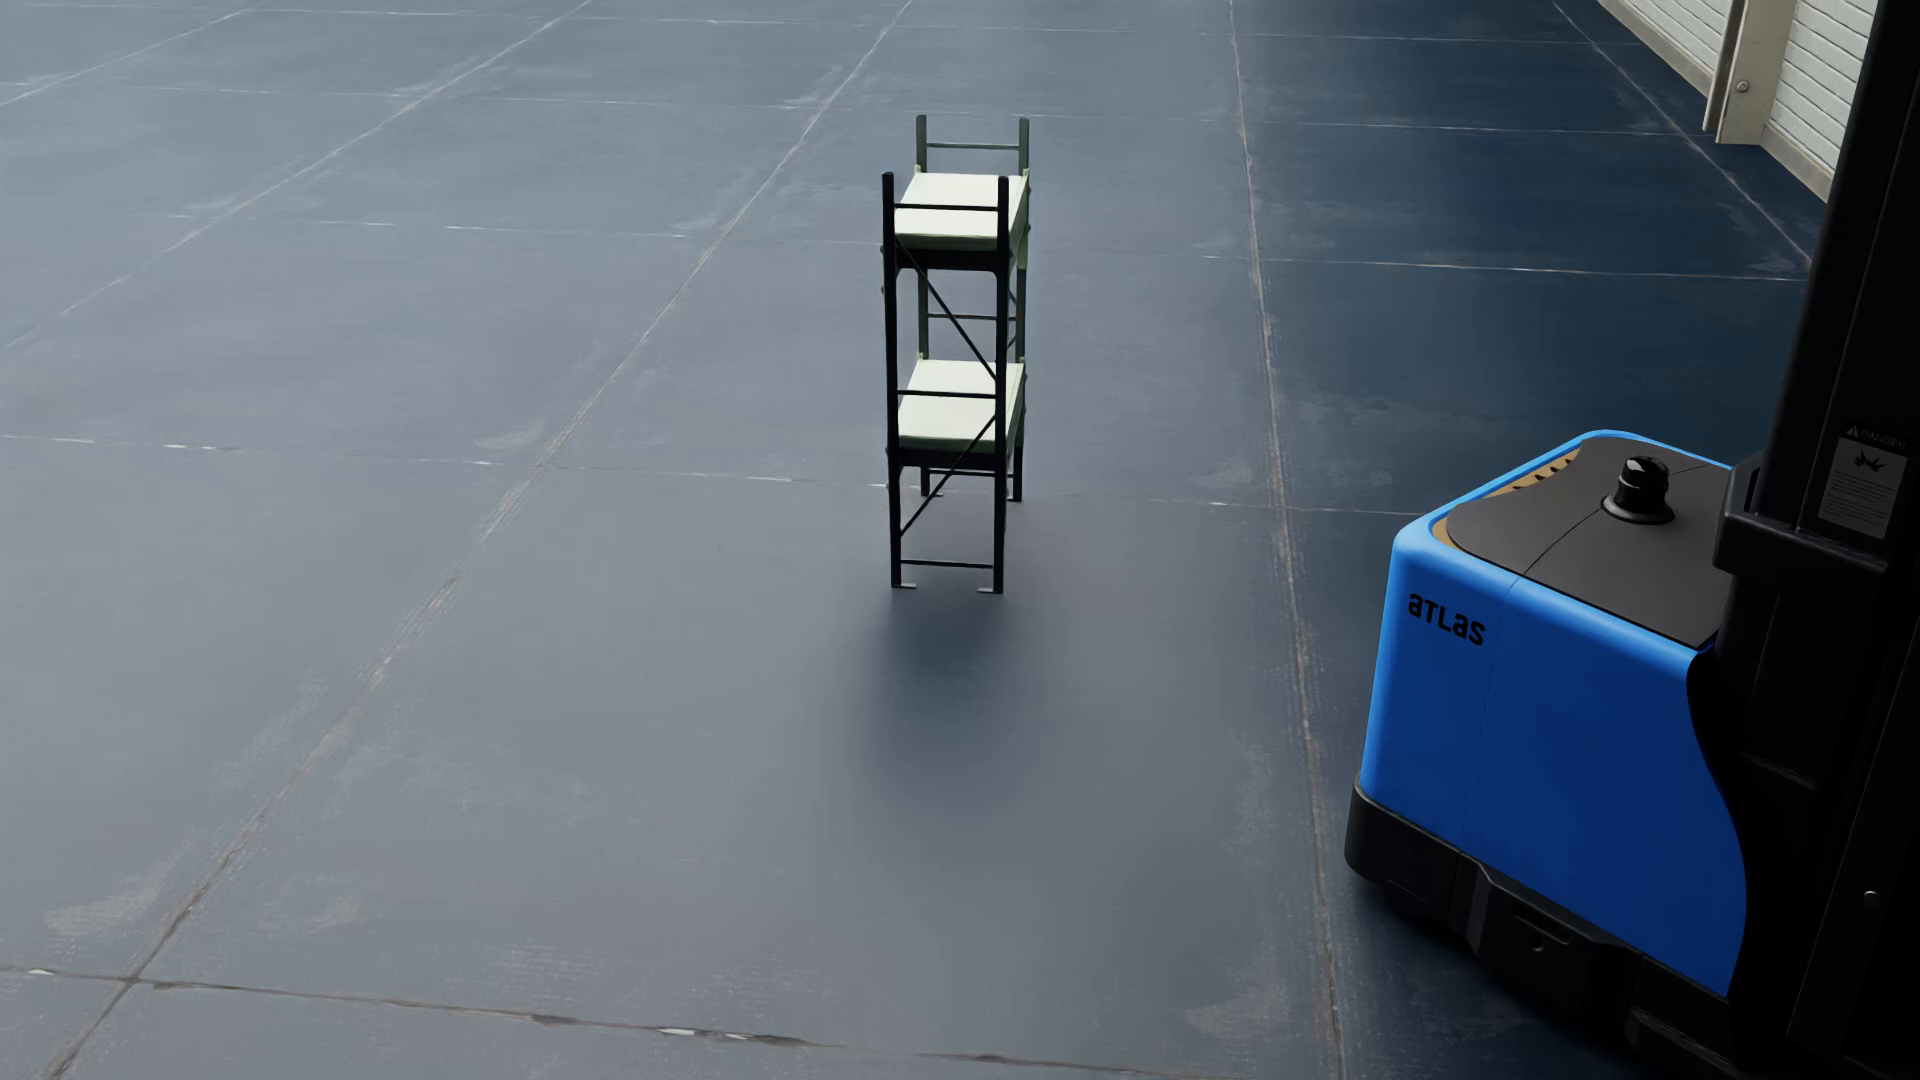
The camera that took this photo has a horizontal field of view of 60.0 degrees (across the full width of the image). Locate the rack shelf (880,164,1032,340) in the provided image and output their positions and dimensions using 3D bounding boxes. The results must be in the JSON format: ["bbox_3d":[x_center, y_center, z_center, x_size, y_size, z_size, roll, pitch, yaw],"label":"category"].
[{"bbox_3d":[-0.001,-1.001,5.703,0.431,0.370,0.720,3,28,6],"label":"rack shelf"}]

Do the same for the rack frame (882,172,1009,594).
[{"bbox_3d":[-0.046,-0.485,5.569,0.400,1.500,0.023,3,28,6],"label":"rack frame"}]

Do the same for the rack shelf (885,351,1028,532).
[{"bbox_3d":[-0.001,-0.370,6.043,0.431,0.370,0.720,3,28,6],"label":"rack shelf"}]

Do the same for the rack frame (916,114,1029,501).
[{"bbox_3d":[0.044,-0.829,6.208,0.400,1.500,0.023,3,28,6],"label":"rack frame"}]

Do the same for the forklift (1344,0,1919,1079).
[{"bbox_3d":[2.388,0.007,3.147,1.130,2.935,3.031,-22,36,-35],"label":"forklift"}]

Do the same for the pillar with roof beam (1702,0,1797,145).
[{"bbox_3d":[1.014,-6.972,9.703,9.100,9.000,0.400,3,28,6],"label":"pillar with roof beam"}]

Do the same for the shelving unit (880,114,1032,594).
[{"bbox_3d":[-0.001,-0.657,5.888,0.431,1.500,0.755,3,28,6],"label":"shelving unit"}]
